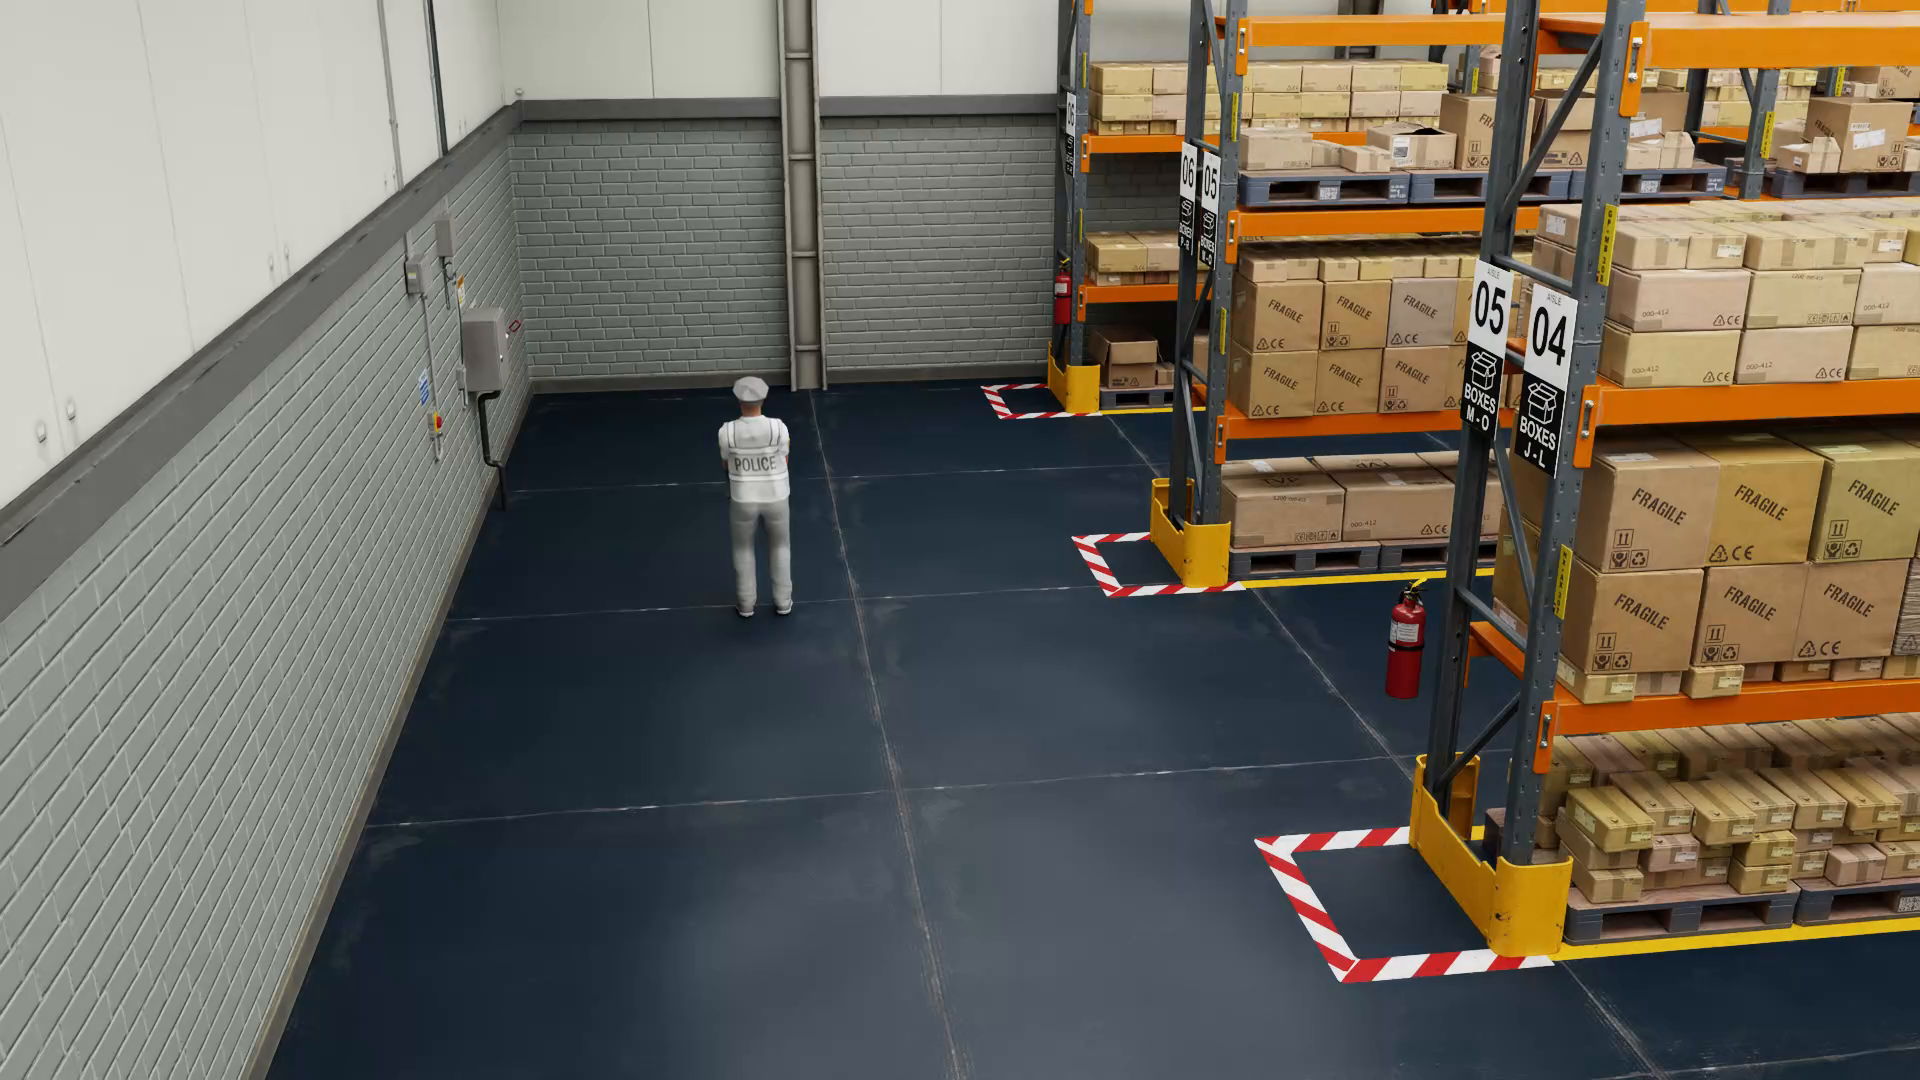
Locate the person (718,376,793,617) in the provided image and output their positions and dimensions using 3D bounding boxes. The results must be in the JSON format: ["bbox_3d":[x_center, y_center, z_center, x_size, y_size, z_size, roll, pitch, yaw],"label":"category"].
[{"bbox_3d":[-1.467,-0.335,11.954,0.496,1.772,0.561,-3,20,-8],"label":"person"}]
